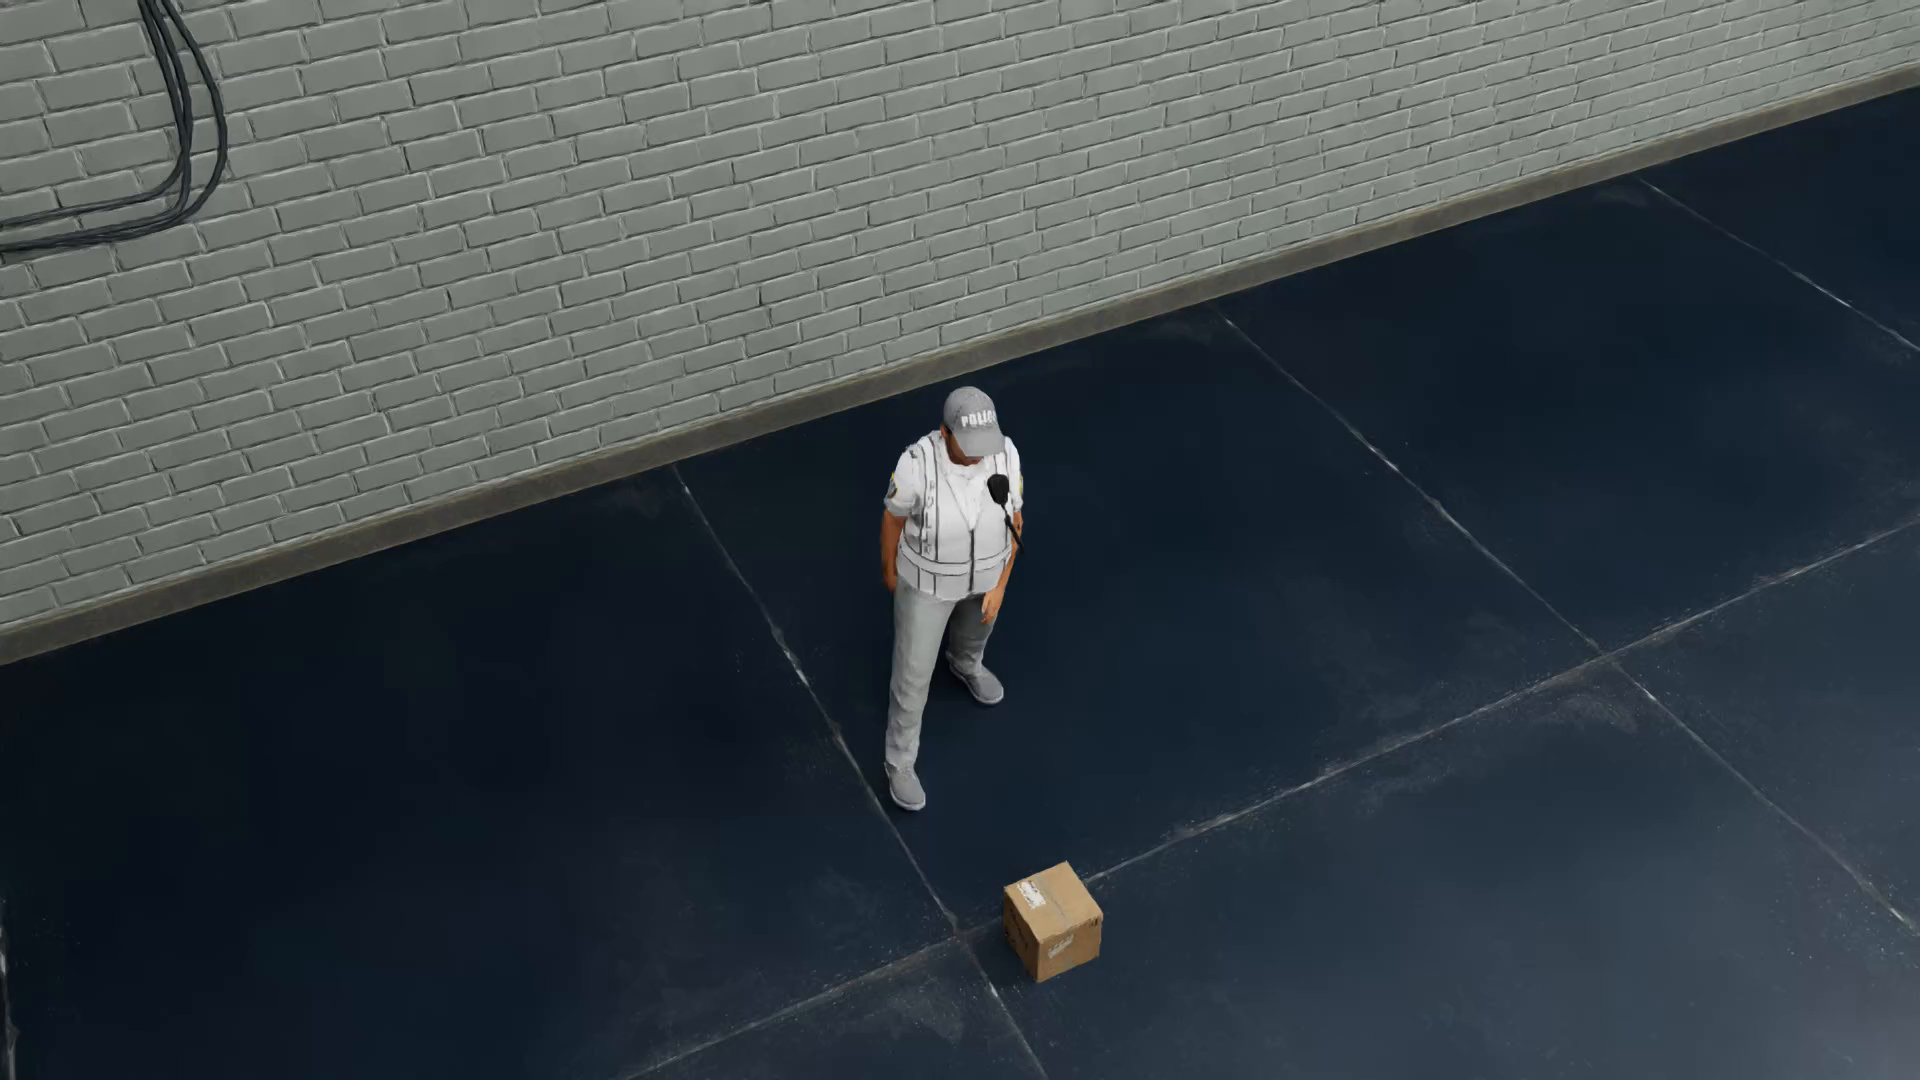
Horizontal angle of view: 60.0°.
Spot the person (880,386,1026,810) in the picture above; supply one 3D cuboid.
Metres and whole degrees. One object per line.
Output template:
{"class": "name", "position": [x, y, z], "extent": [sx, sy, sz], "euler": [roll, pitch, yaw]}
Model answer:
{"class": "person", "position": [-0.061, 0.149, 5.981], "extent": [0.615, 1.631, 0.717], "euler": [-14, 43, -16]}
